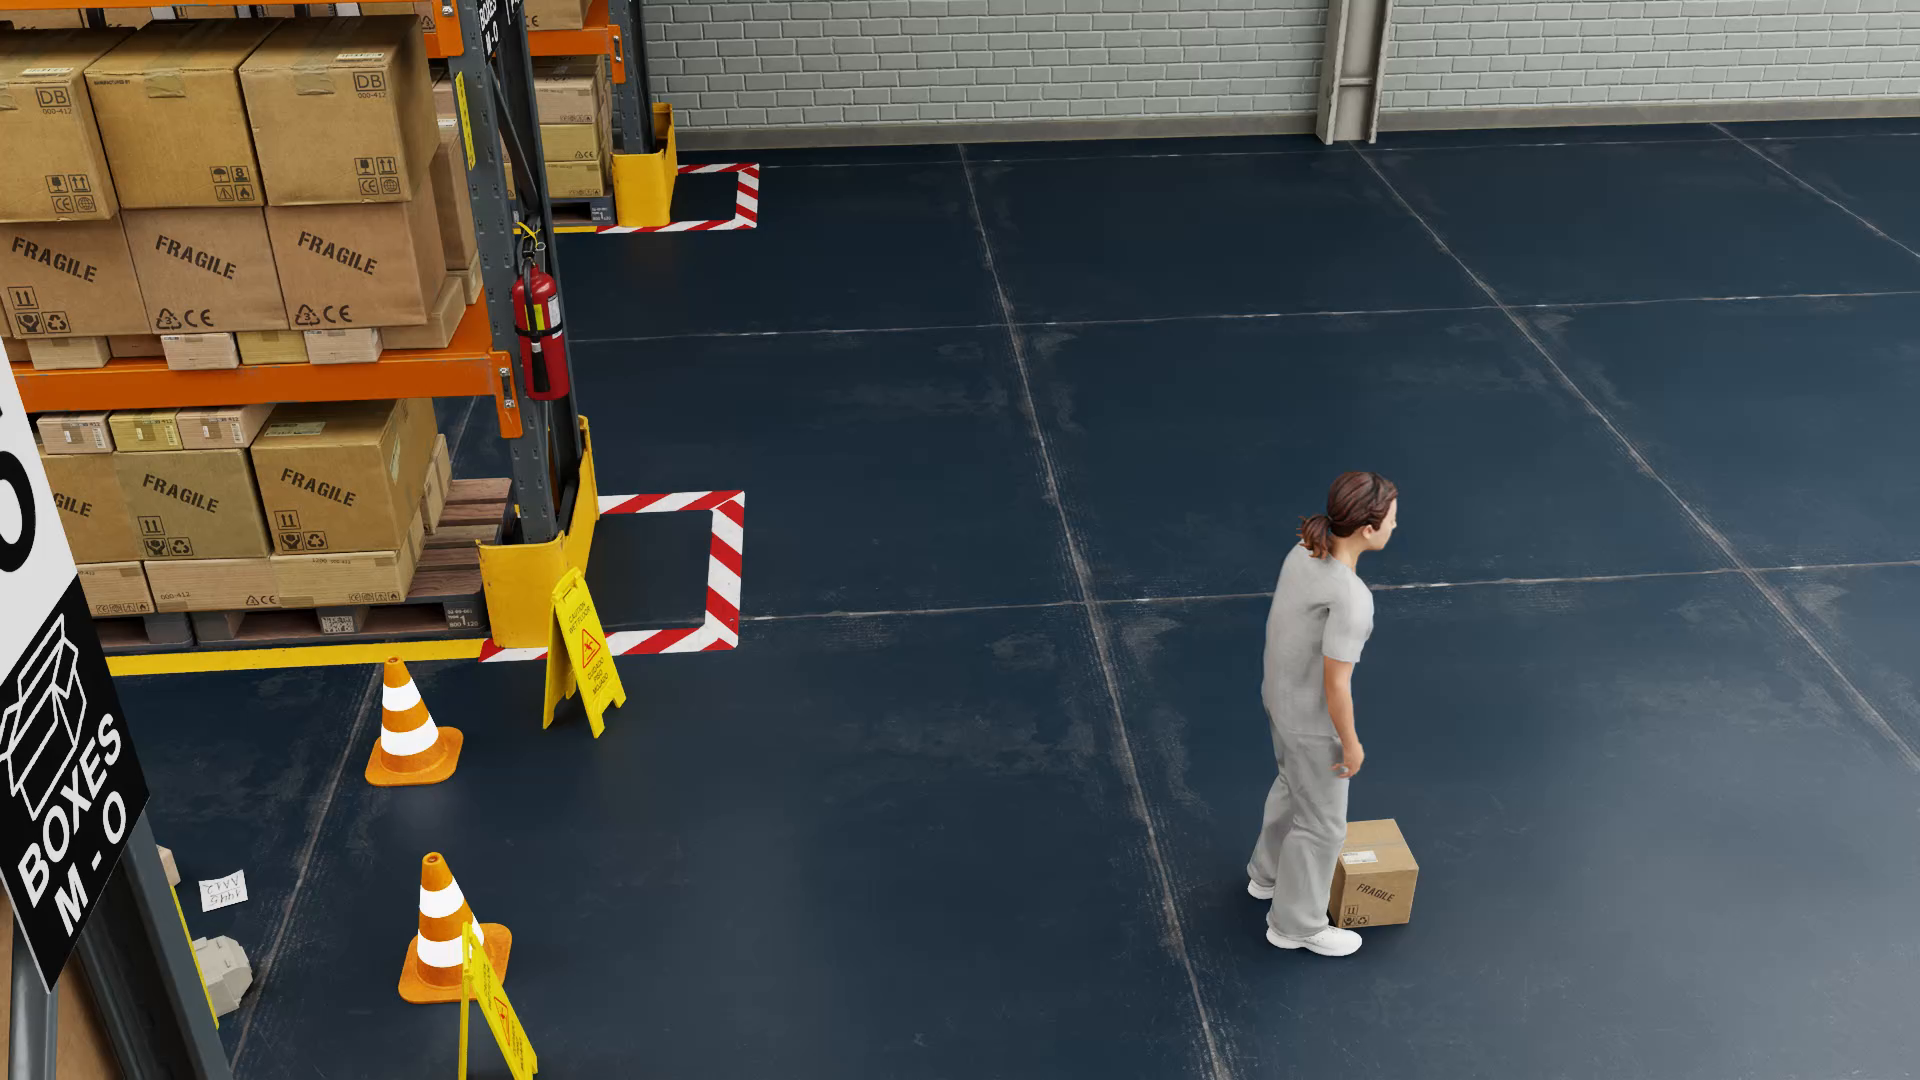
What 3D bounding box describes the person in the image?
[{"bbox_3d":[1.132,0.555,5.258,0.353,1.632,0.505,-4,31,-6],"label":"person"}]
